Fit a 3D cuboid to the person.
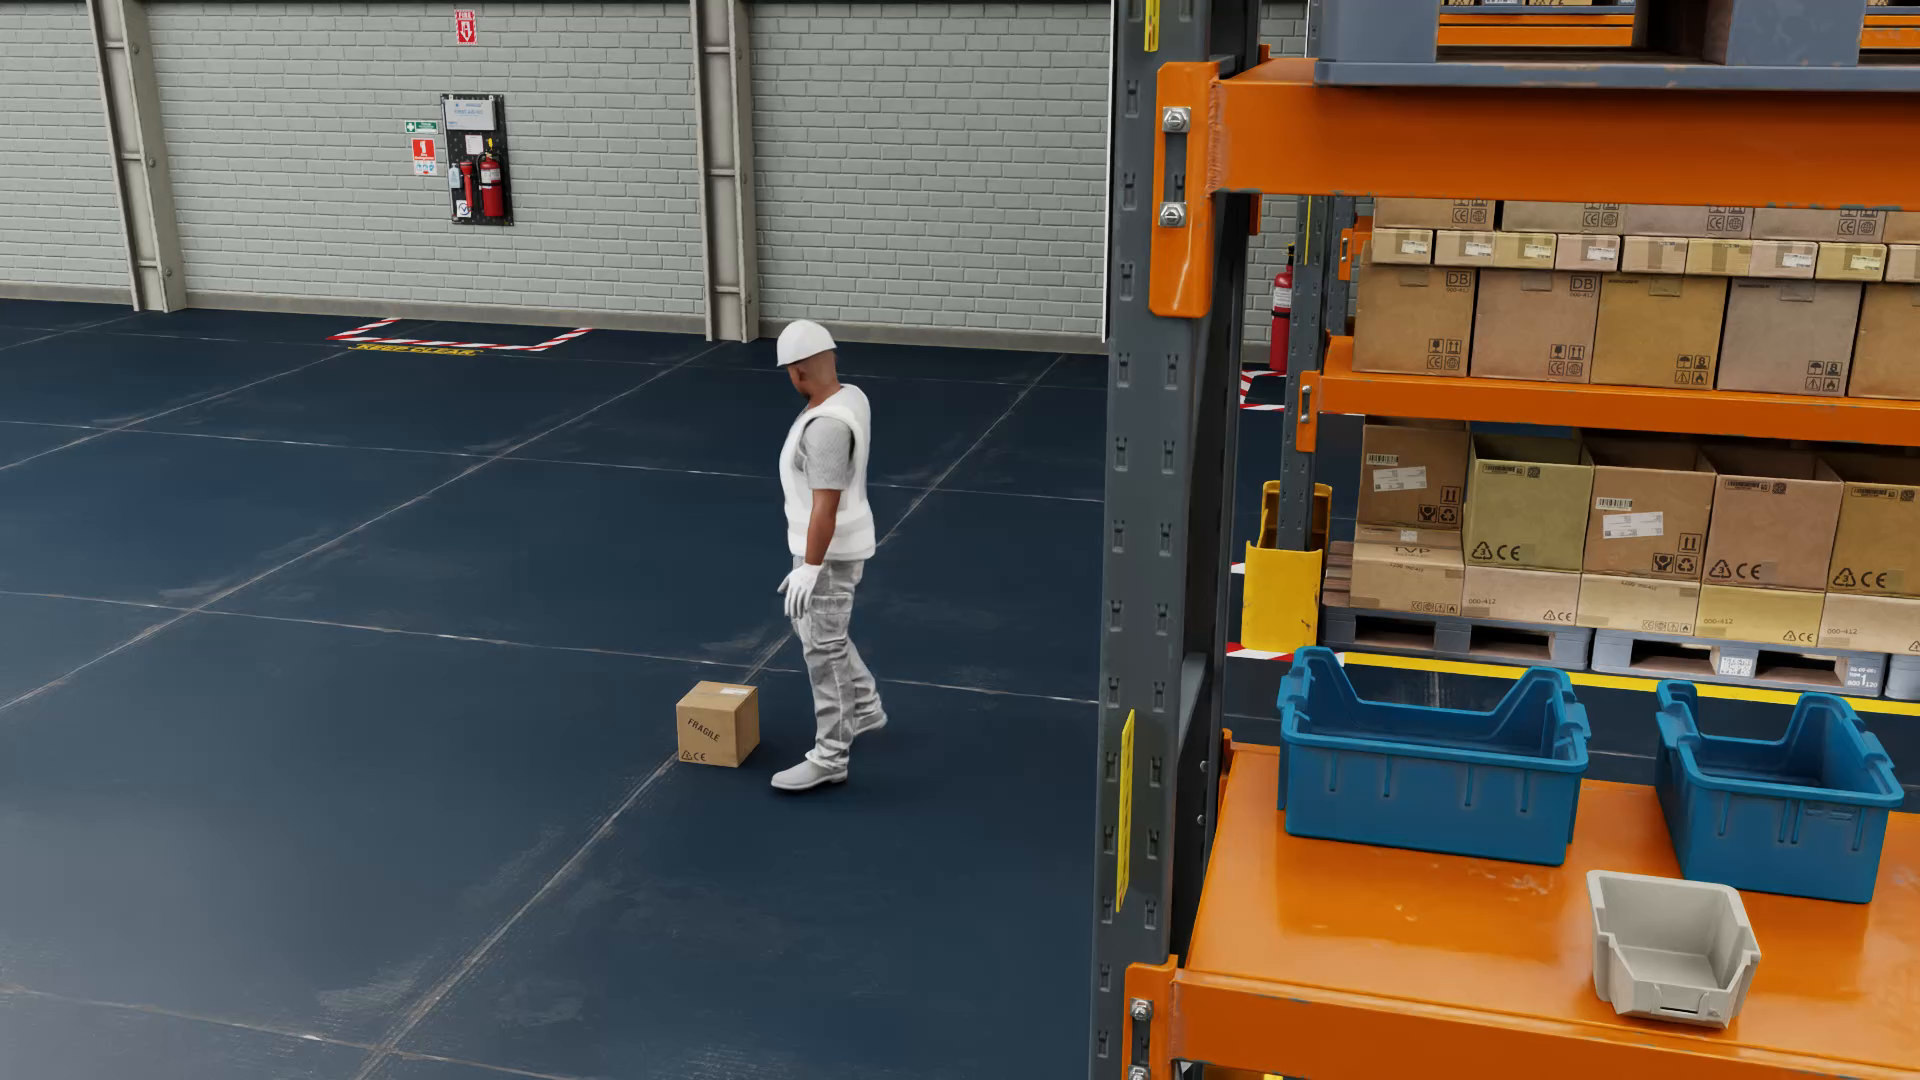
[{"bbox_3d":[-0.509,0.052,6.329,0.450,1.779,0.656,-1,18,-2],"label":"person"}]
